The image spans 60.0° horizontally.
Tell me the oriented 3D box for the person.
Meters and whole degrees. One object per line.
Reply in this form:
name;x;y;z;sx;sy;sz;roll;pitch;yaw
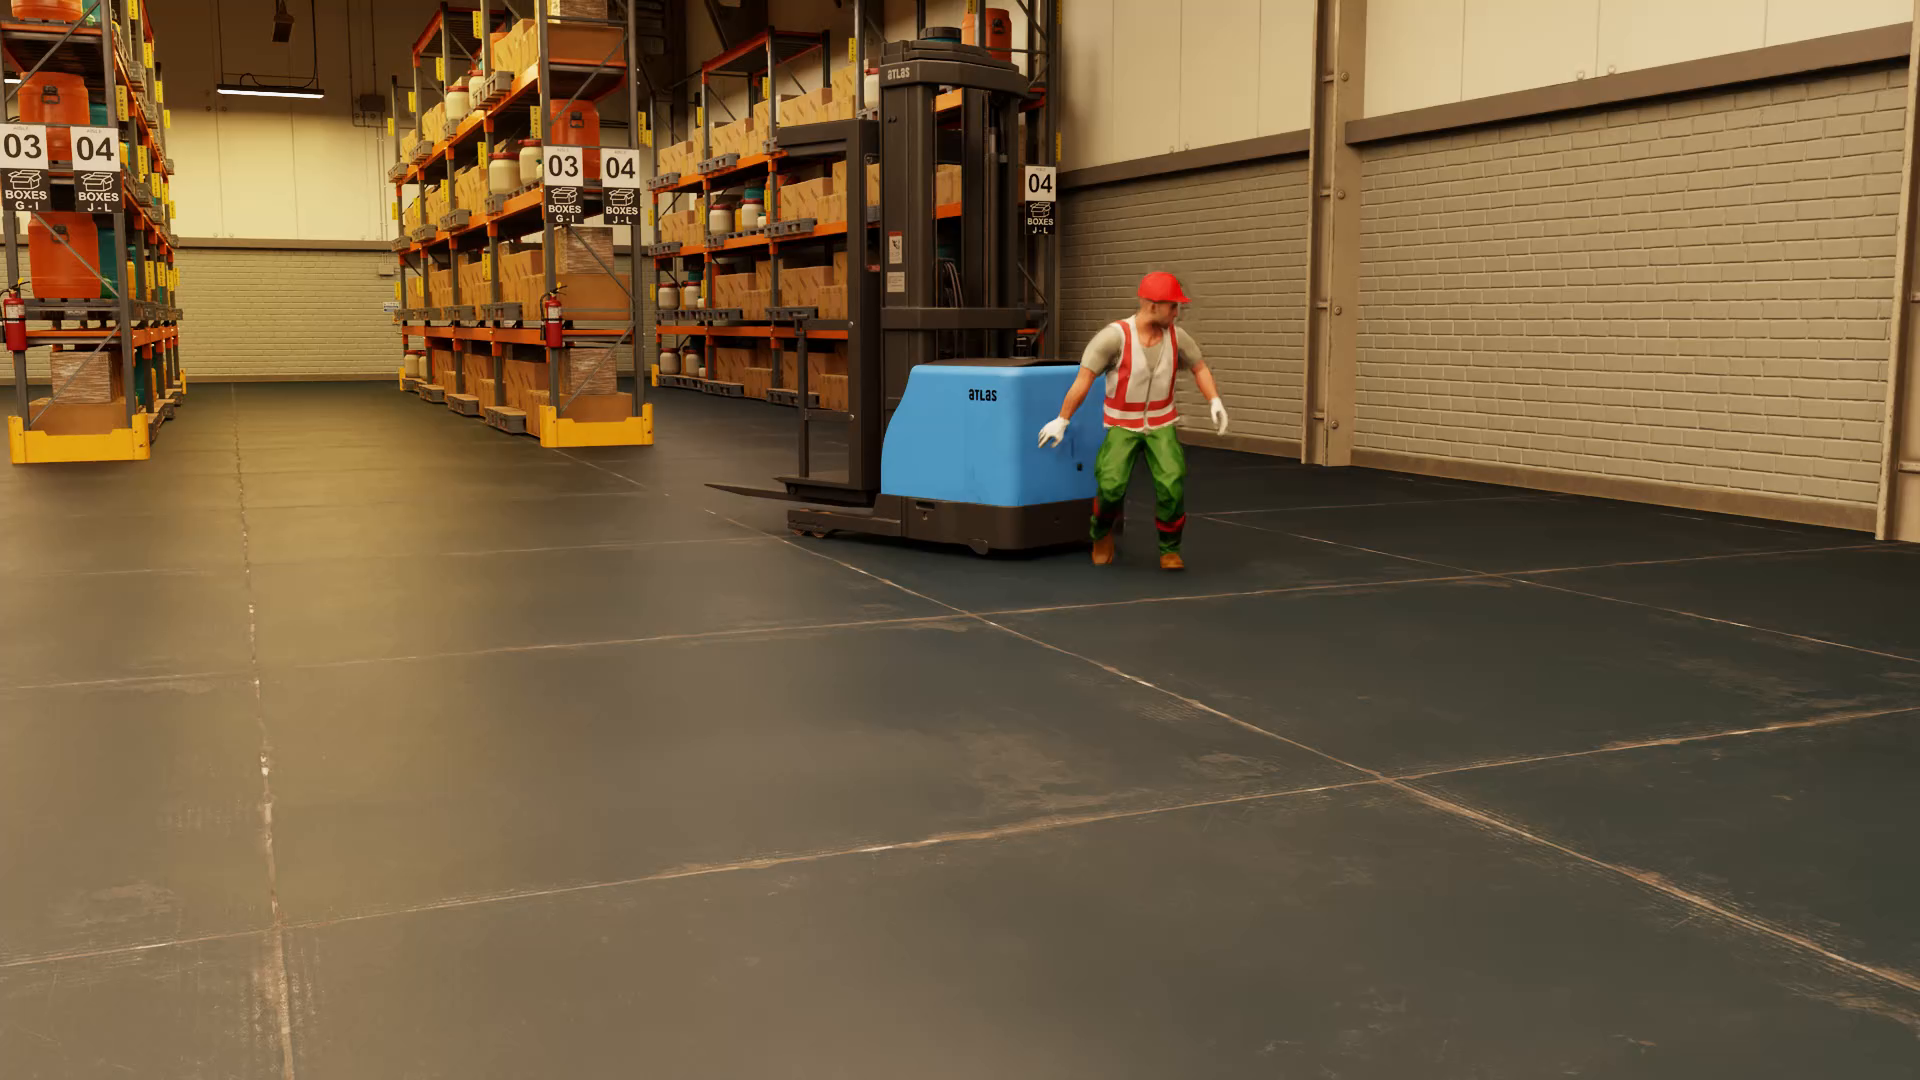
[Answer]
person;0.916;-0.611;8.876;0.991;1.614;0.545;-1;8;-8

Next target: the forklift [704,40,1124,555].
forklift;-0.436;-1.509;10.383;3.031;2.935;1.130;7;10;44
